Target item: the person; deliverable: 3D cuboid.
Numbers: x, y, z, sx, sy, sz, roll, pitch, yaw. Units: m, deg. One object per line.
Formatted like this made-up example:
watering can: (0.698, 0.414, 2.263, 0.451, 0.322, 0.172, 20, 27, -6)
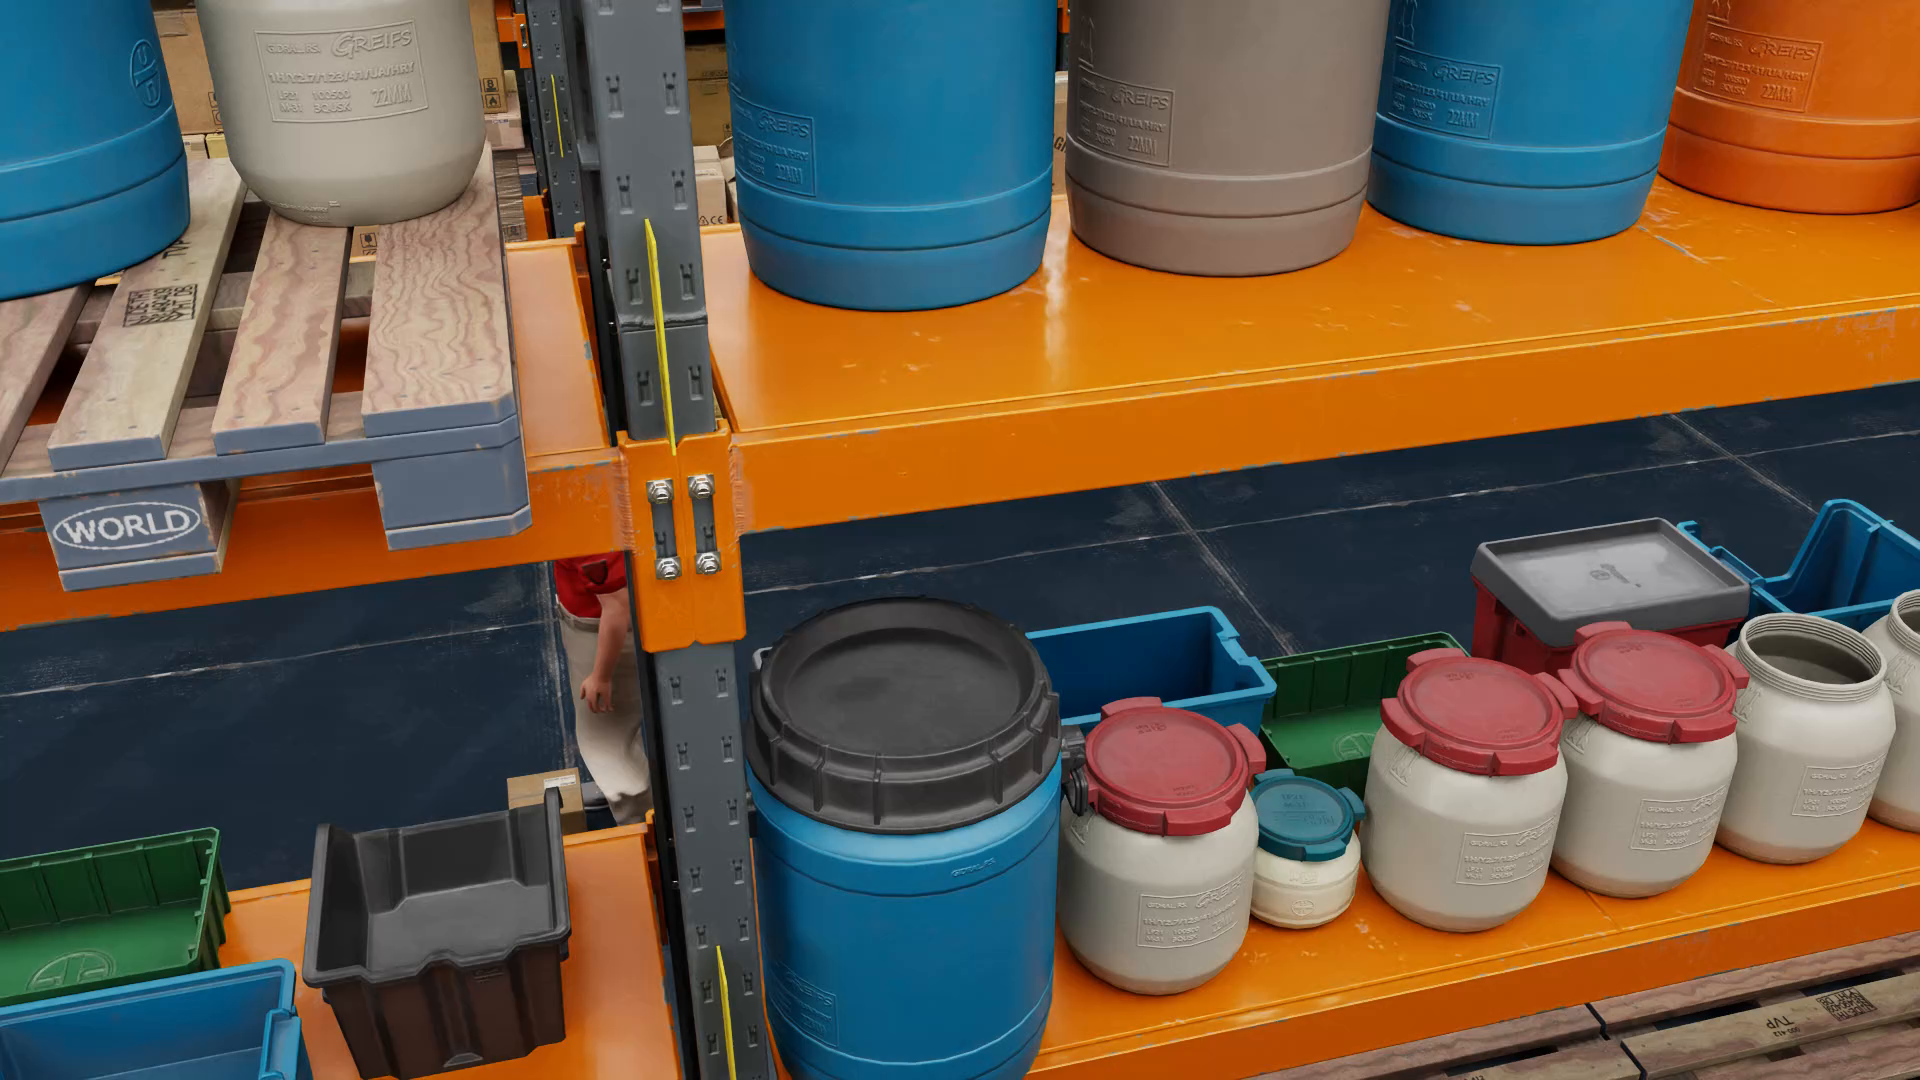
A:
person: (-1.217, 0.320, 5.590, 0.391, 1.727, 0.584, -8, 31, -13)
